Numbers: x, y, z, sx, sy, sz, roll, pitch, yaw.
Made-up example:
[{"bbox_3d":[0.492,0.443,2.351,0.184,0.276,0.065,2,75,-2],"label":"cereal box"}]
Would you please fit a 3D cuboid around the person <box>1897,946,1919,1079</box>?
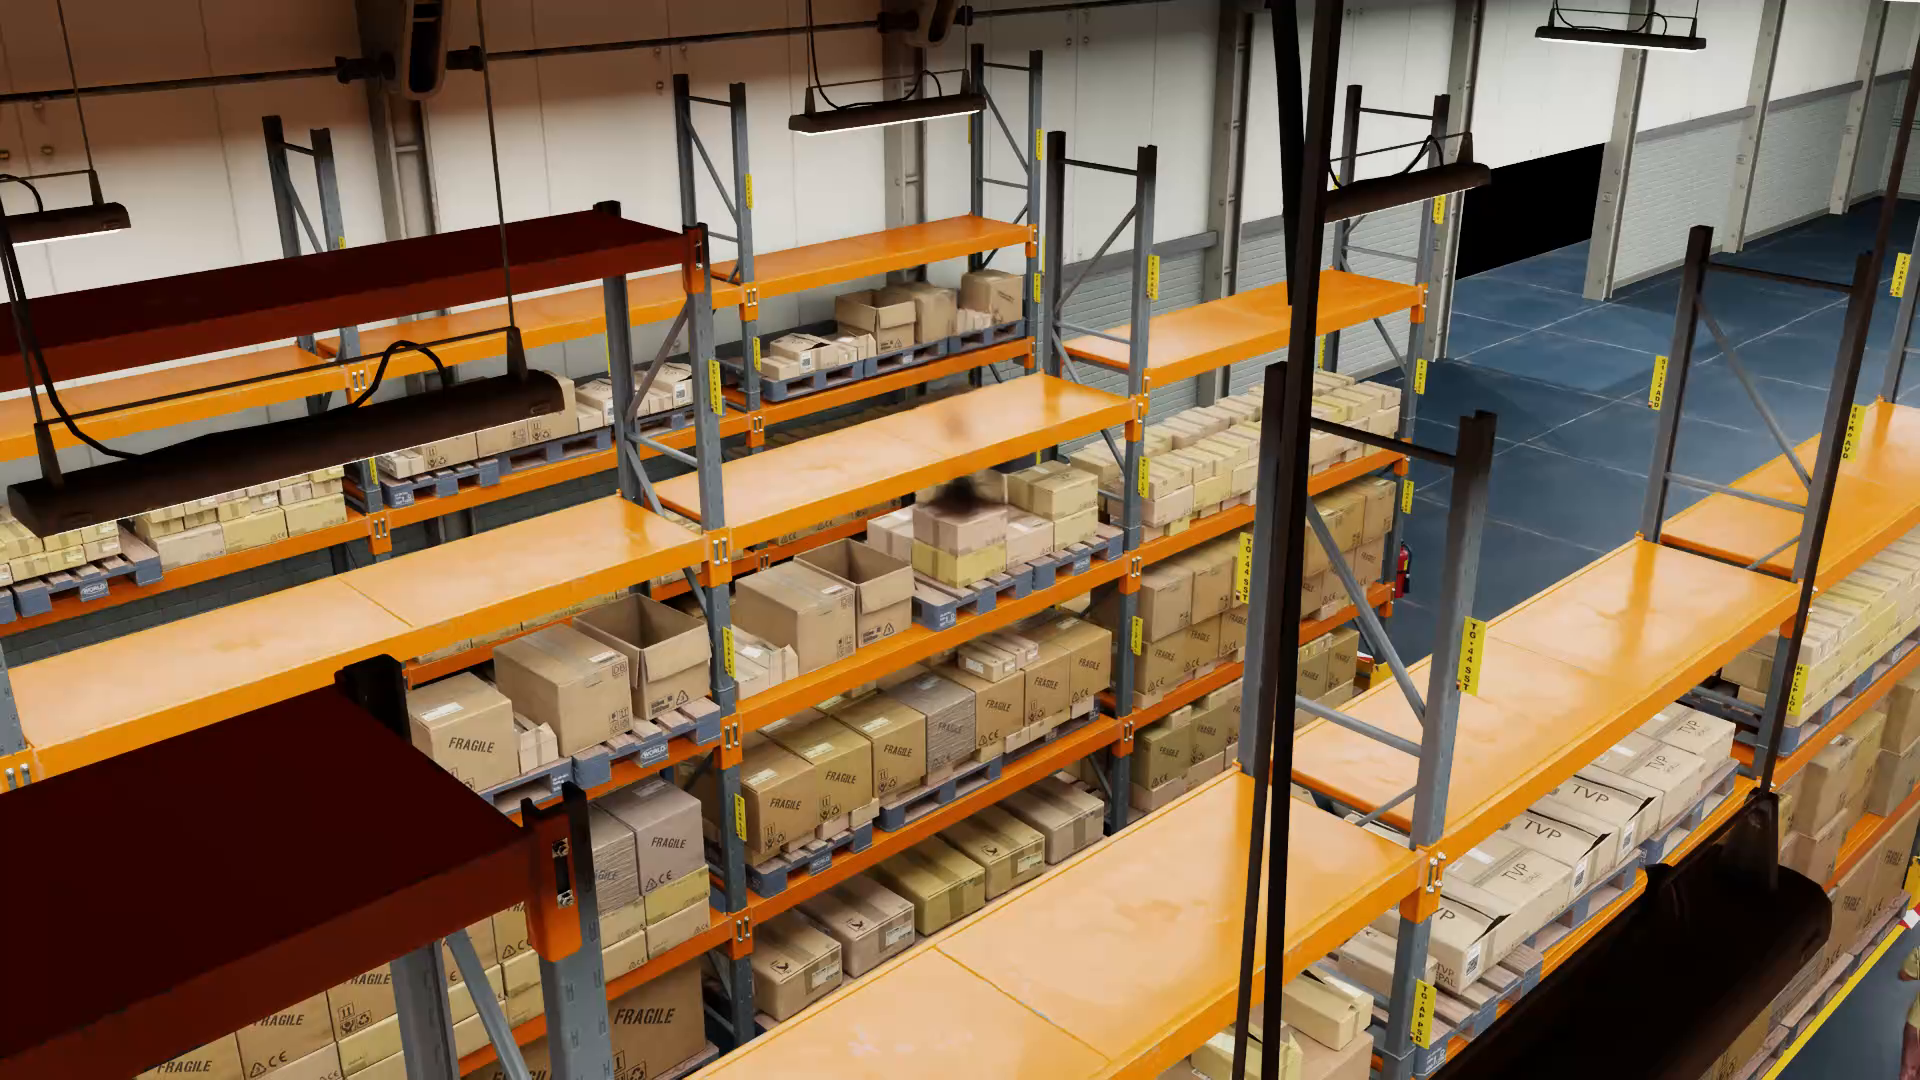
[{"bbox_3d":[6.331,3.245,10.839,0.599,1.693,0.817,21,30,40],"label":"person"}]
